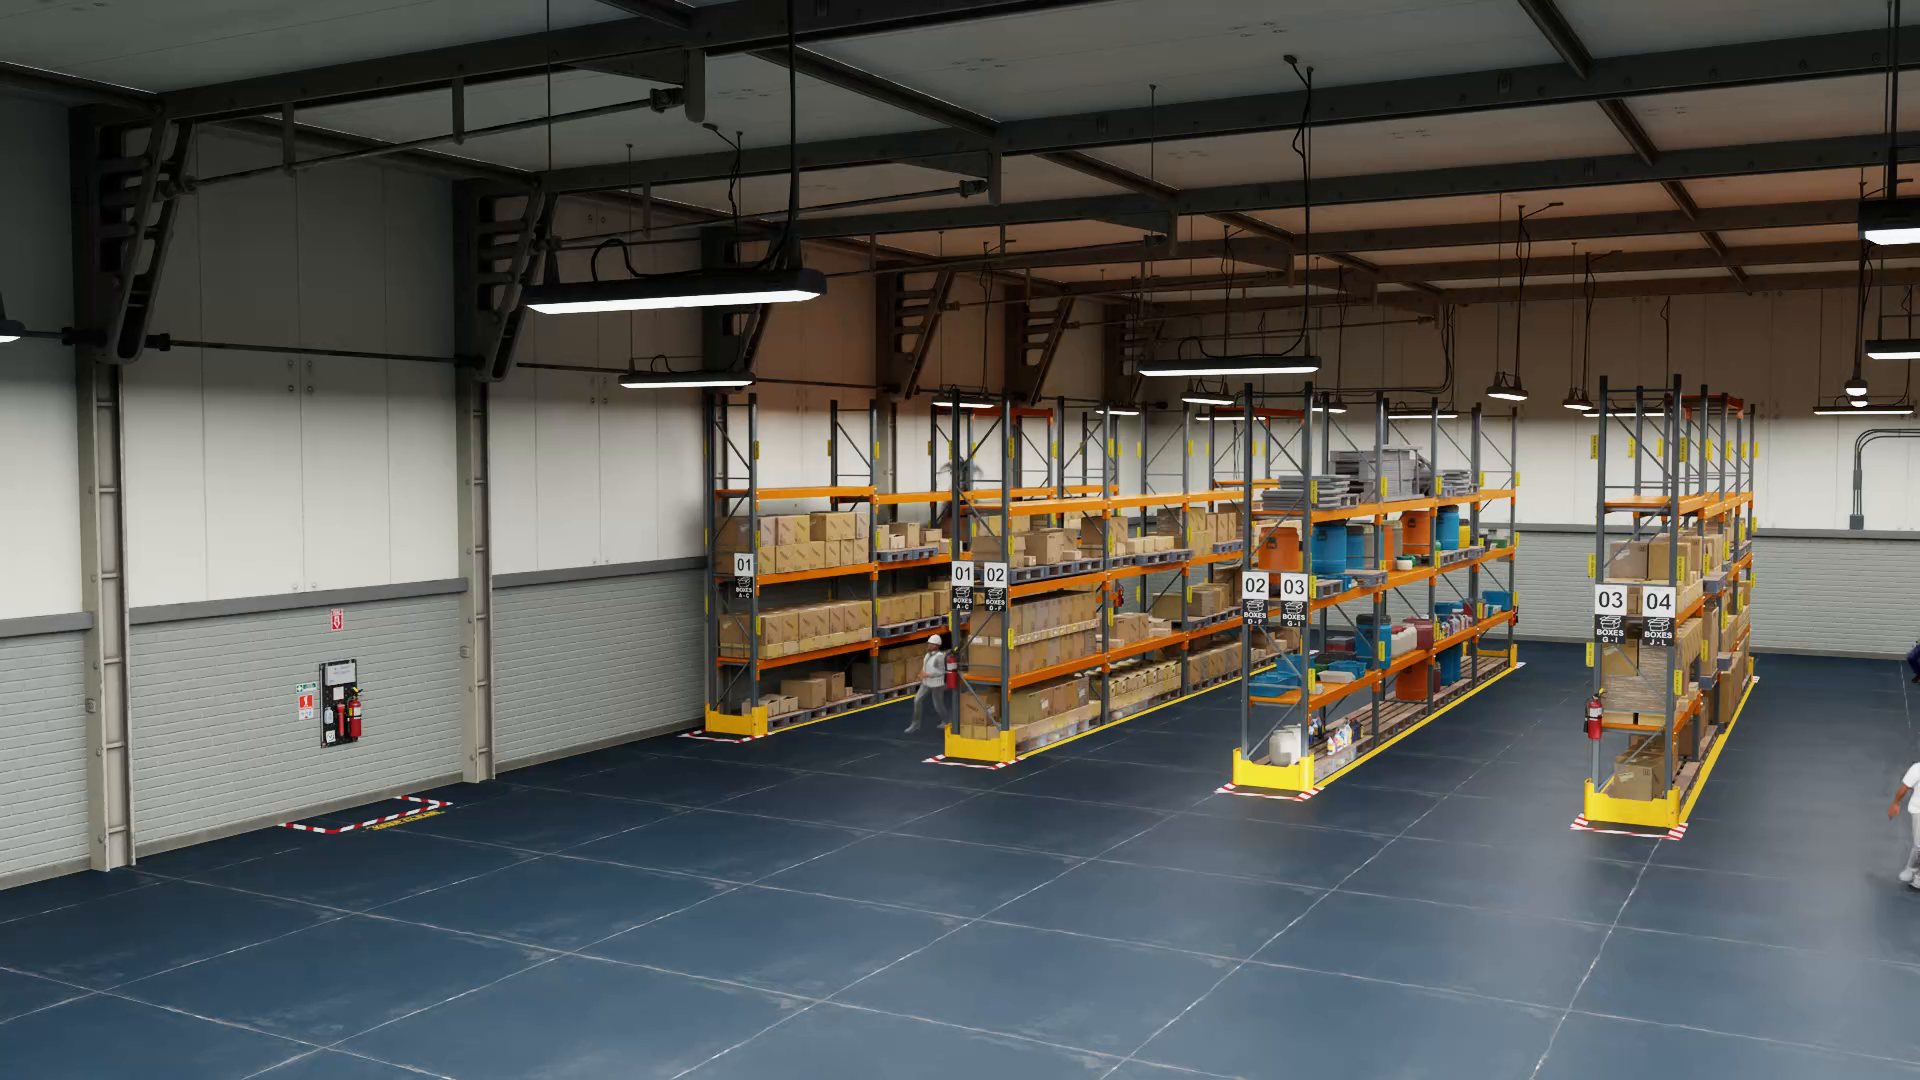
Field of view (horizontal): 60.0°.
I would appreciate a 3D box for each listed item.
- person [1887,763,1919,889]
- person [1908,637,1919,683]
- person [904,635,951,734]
[{"bbox_3d":[10.991,3.120,18.810,0.695,1.717,0.662,0,3,0],"label":"person"},{"bbox_3d":[20.449,2.289,35.118,0.644,1.582,0.621,0,3,0],"label":"person"},{"bbox_3d":[-0.452,2.526,29.231,0.853,1.750,0.709,-3,4,-40],"label":"person"}]
